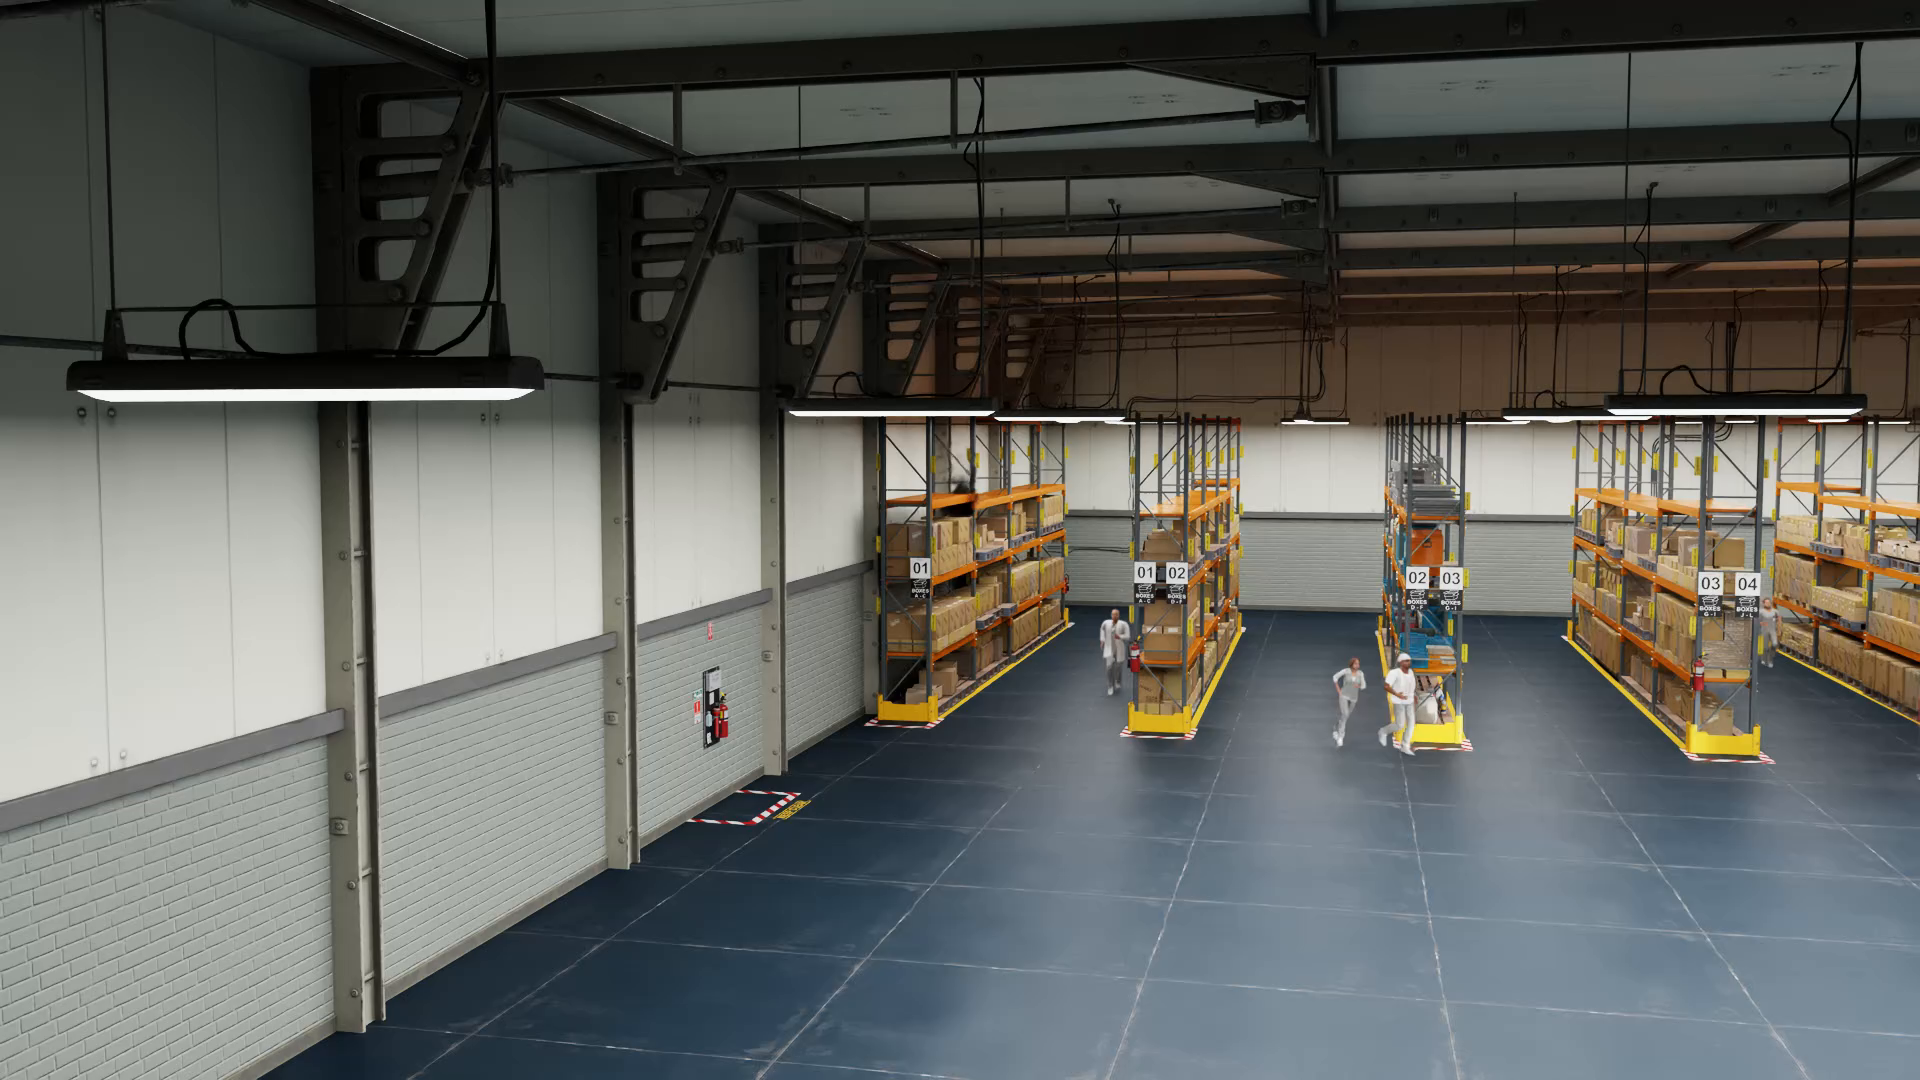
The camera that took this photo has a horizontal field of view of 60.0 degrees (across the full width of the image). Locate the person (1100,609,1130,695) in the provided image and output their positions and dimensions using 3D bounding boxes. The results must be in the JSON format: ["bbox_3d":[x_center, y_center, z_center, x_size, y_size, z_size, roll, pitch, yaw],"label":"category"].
[{"bbox_3d":[3.342,2.405,35.889,0.656,1.847,0.937,1,4,9],"label":"person"}]

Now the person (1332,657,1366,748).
[{"bbox_3d":[7.020,2.900,30.123,0.602,1.588,0.750,-1,4,-8],"label":"person"}]

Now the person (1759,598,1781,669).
[{"bbox_3d":[19.332,2.224,39.743,0.571,1.671,0.709,1,4,17],"label":"person"}]

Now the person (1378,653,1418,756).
[{"bbox_3d":[7.797,2.883,29.359,0.722,1.765,0.784,-2,5,-31],"label":"person"}]
